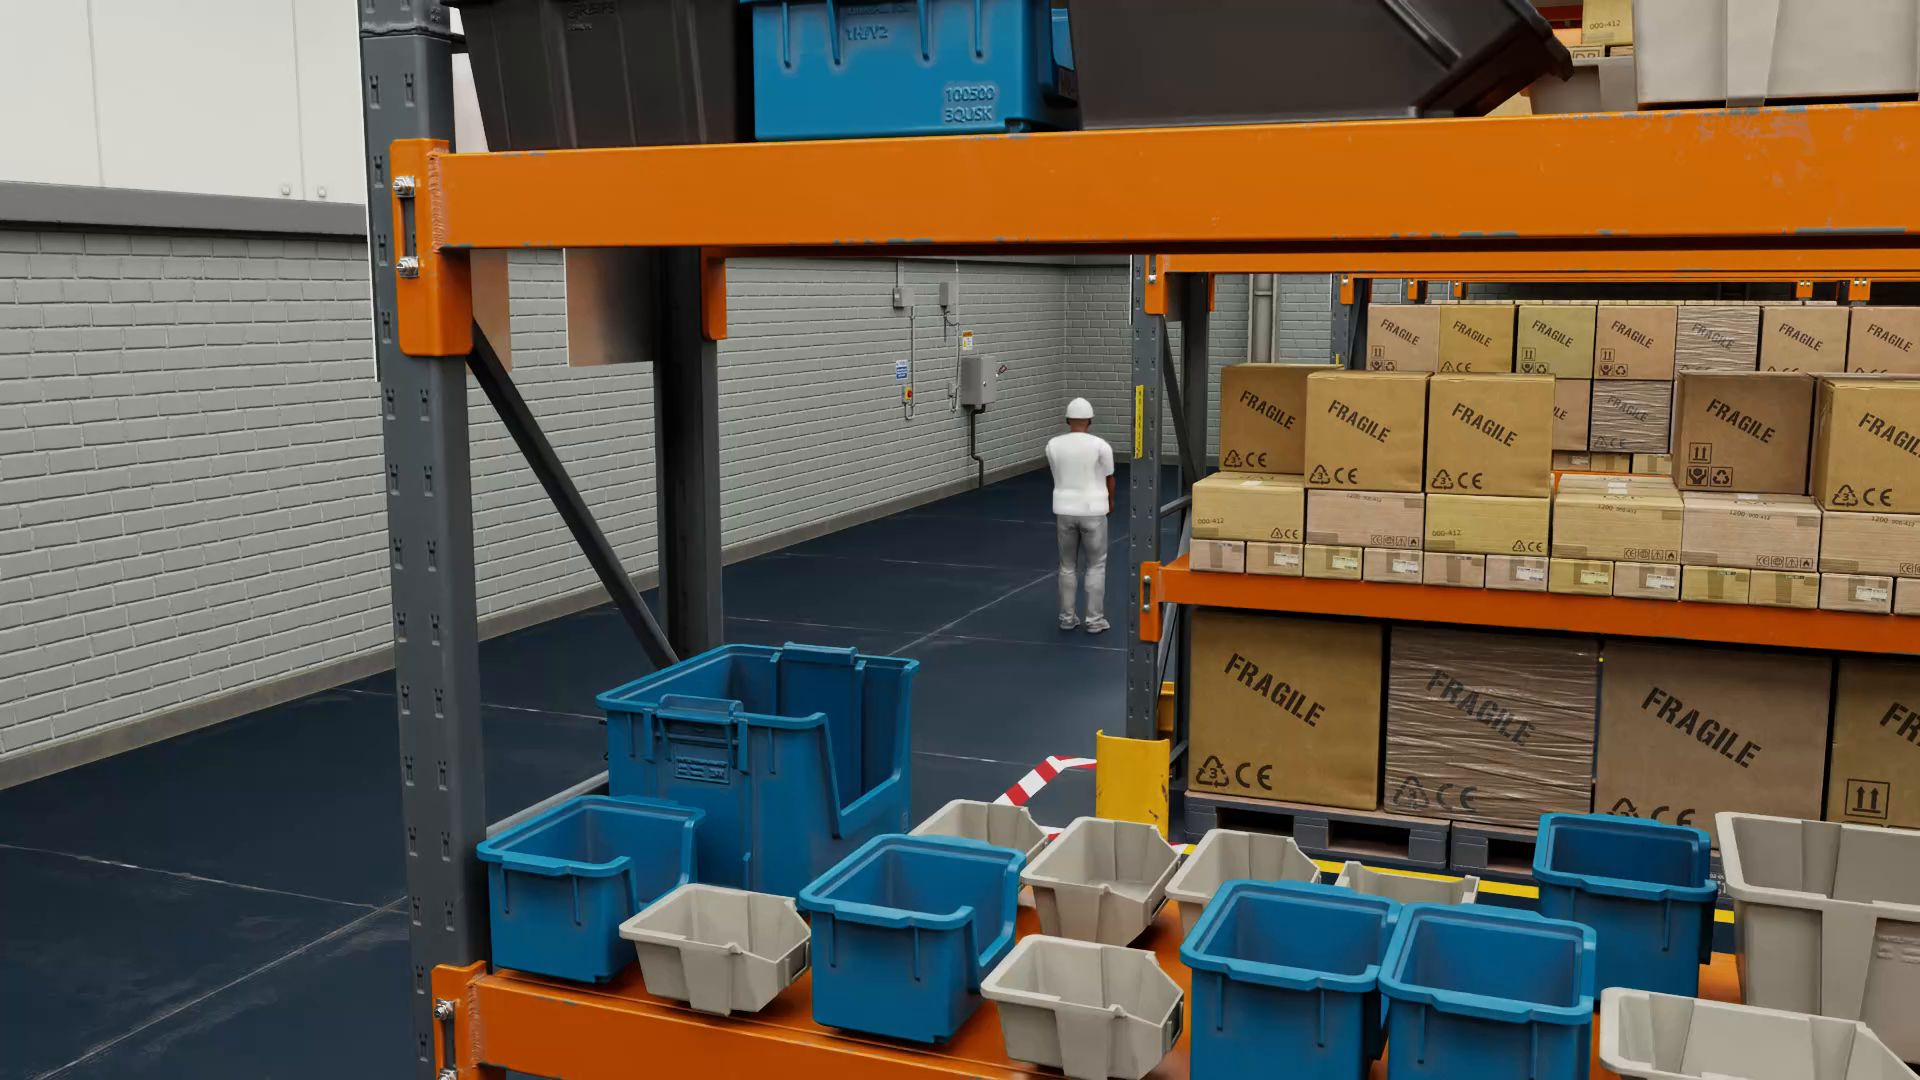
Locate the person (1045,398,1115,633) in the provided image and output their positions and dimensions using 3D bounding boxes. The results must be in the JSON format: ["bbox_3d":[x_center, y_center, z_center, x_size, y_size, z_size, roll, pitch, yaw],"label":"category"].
[{"bbox_3d":[0.937,-0.204,12.621,0.505,1.763,0.567,3,9,21],"label":"person"}]
